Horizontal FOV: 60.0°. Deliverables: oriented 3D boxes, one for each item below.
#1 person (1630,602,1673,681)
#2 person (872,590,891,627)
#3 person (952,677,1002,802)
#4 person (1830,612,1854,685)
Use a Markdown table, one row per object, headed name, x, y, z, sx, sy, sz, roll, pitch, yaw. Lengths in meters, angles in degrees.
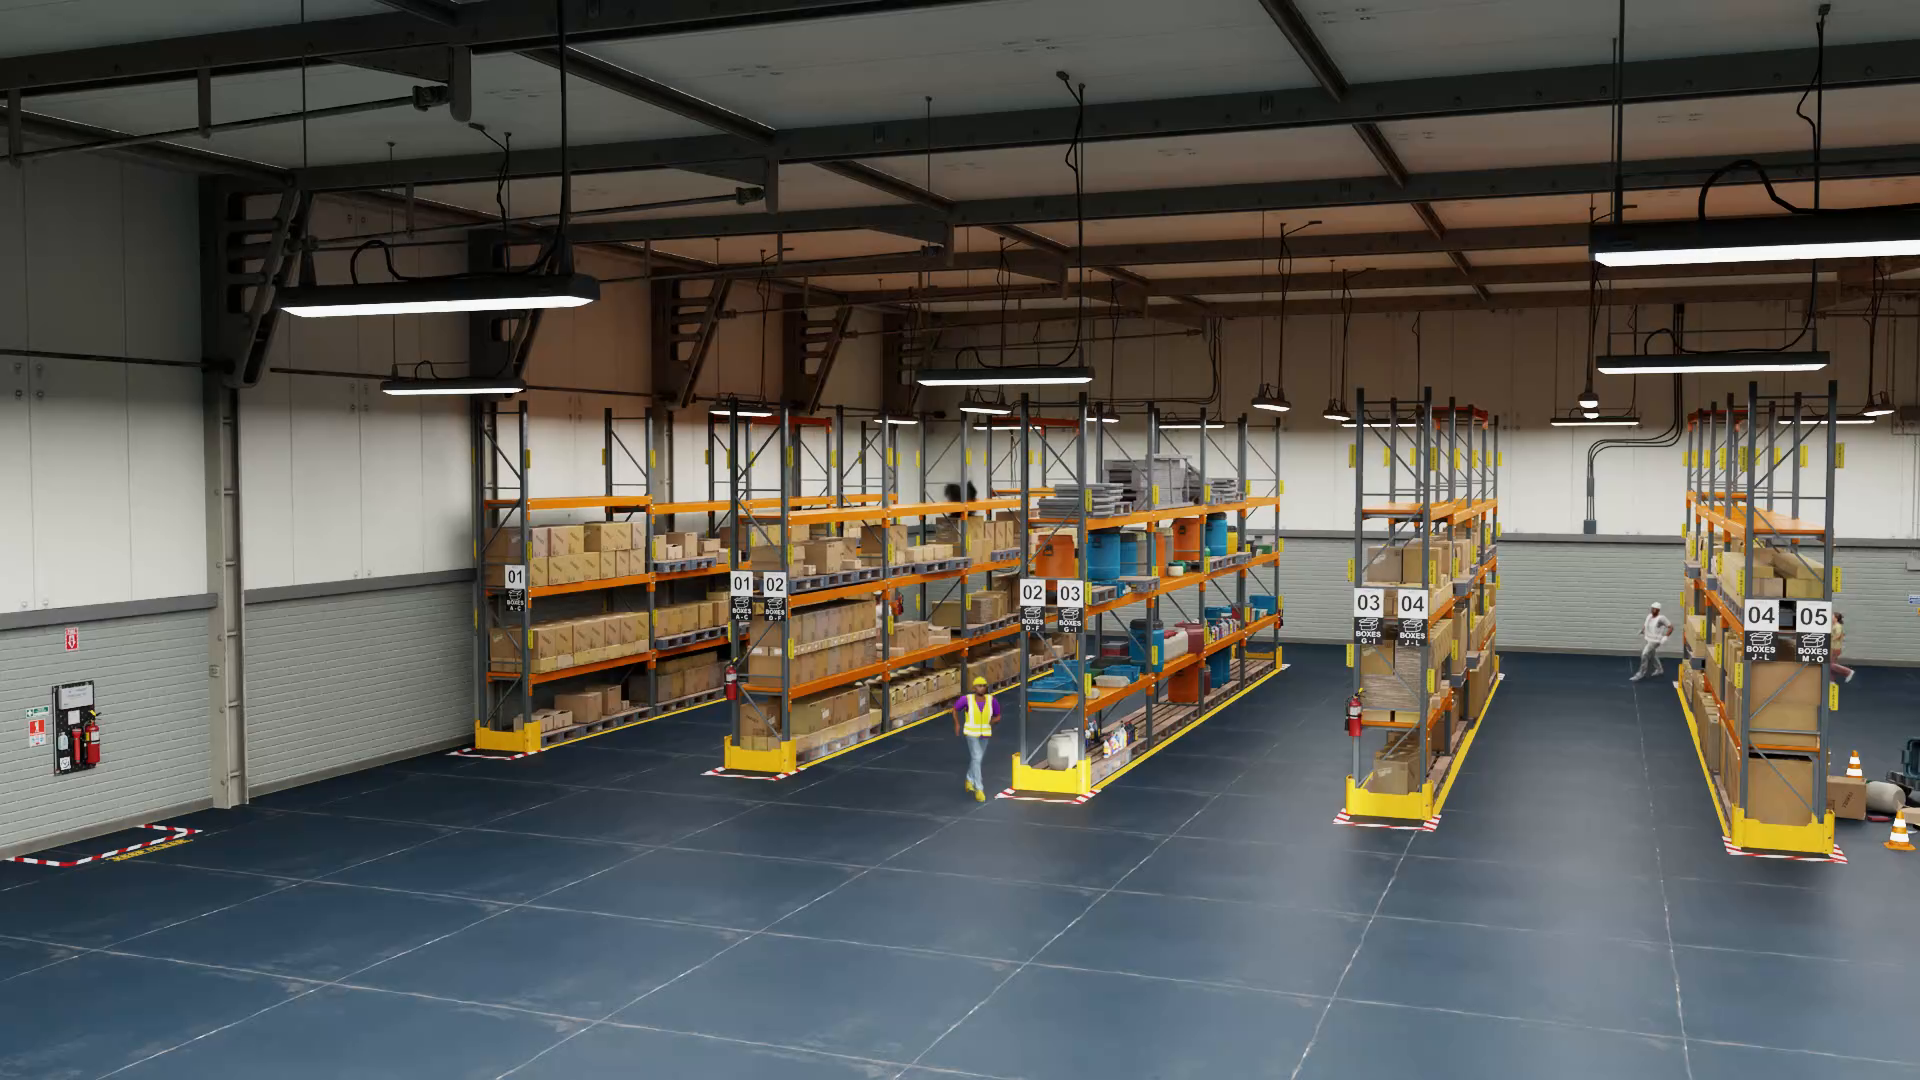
| name | x | y | z | sx | sy | sz | roll | pitch | yaw |
| --- | --- | --- | --- | --- | --- | --- | --- | --- | --- |
| person | 15.598 | 2.290 | 37.463 | 0.912 | 1.785 | 0.742 | 0 | 3 | -9 |
| person | -1.892 | 2.029 | 37.695 | 0.681 | 1.838 | 0.819 | 1 | 3 | 12 |
| person | 0.294 | 2.910 | 24.645 | 0.670 | 1.770 | 0.886 | -1 | 3 | -21 |
| person | 19.339 | 2.402 | 36.632 | 0.666 | 1.629 | 0.578 | 1 | 3 | 28 |
